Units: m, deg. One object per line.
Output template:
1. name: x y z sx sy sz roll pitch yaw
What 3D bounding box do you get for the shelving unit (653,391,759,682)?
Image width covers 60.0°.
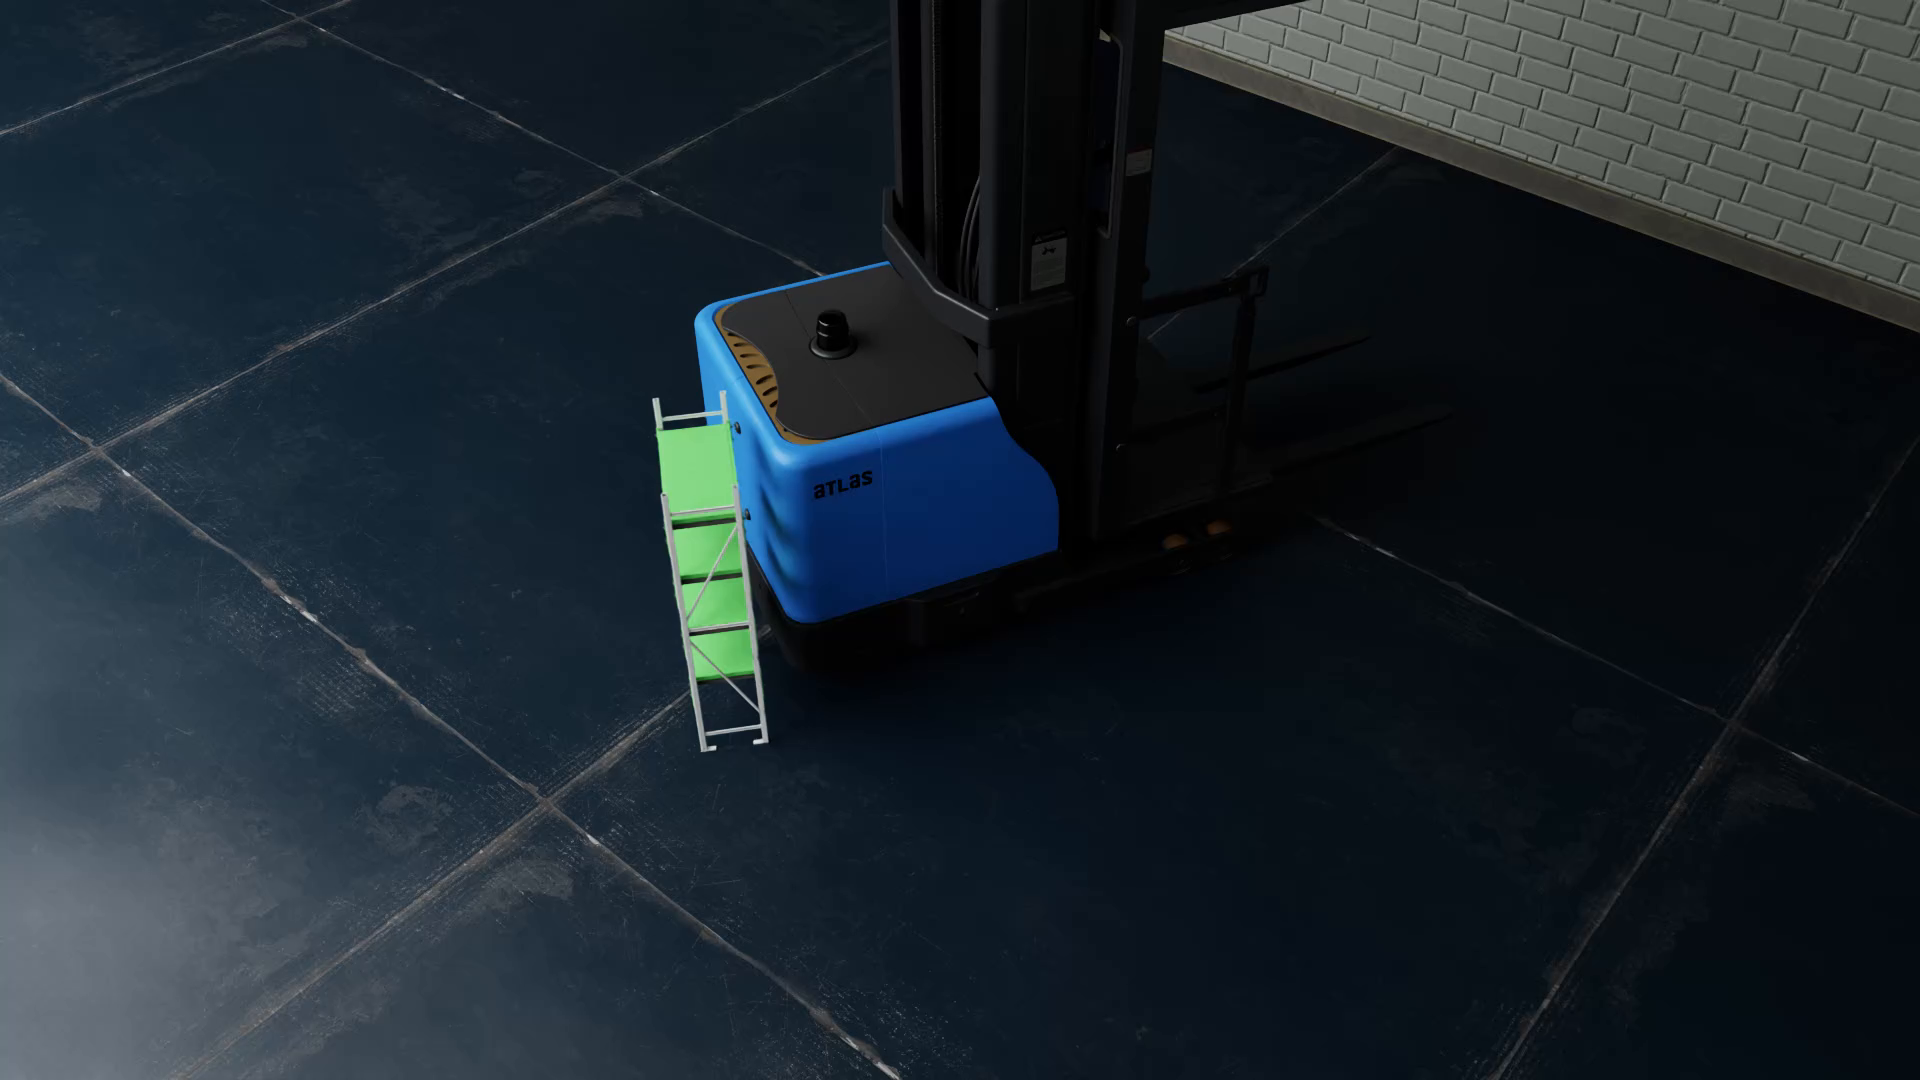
1. shelving unit: -0.849 0.126 5.720 0.258 1.200 0.492 -7 43 -8

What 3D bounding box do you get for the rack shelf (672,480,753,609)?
1. rack shelf: -0.848 0.000 5.597 0.258 0.148 0.480 -7 43 -8

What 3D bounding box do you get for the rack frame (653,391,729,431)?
1. rack frame: -0.893 -0.032 5.893 0.240 1.200 0.015 -7 43 -8

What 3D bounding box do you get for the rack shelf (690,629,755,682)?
1. rack shelf: -0.848 0.315 5.884 0.221 0.021 0.457 -7 43 -8

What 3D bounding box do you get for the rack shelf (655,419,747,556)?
1. rack shelf: -0.849 -0.178 5.435 0.258 0.148 0.480 -7 43 -8

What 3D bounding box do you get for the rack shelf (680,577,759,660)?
1. rack shelf: -0.848 0.177 5.758 0.258 0.148 0.480 -7 43 -8

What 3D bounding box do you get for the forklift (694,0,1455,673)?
1. forklift: 0.574 -1.256 5.953 3.031 2.935 1.130 -17 45 -18
